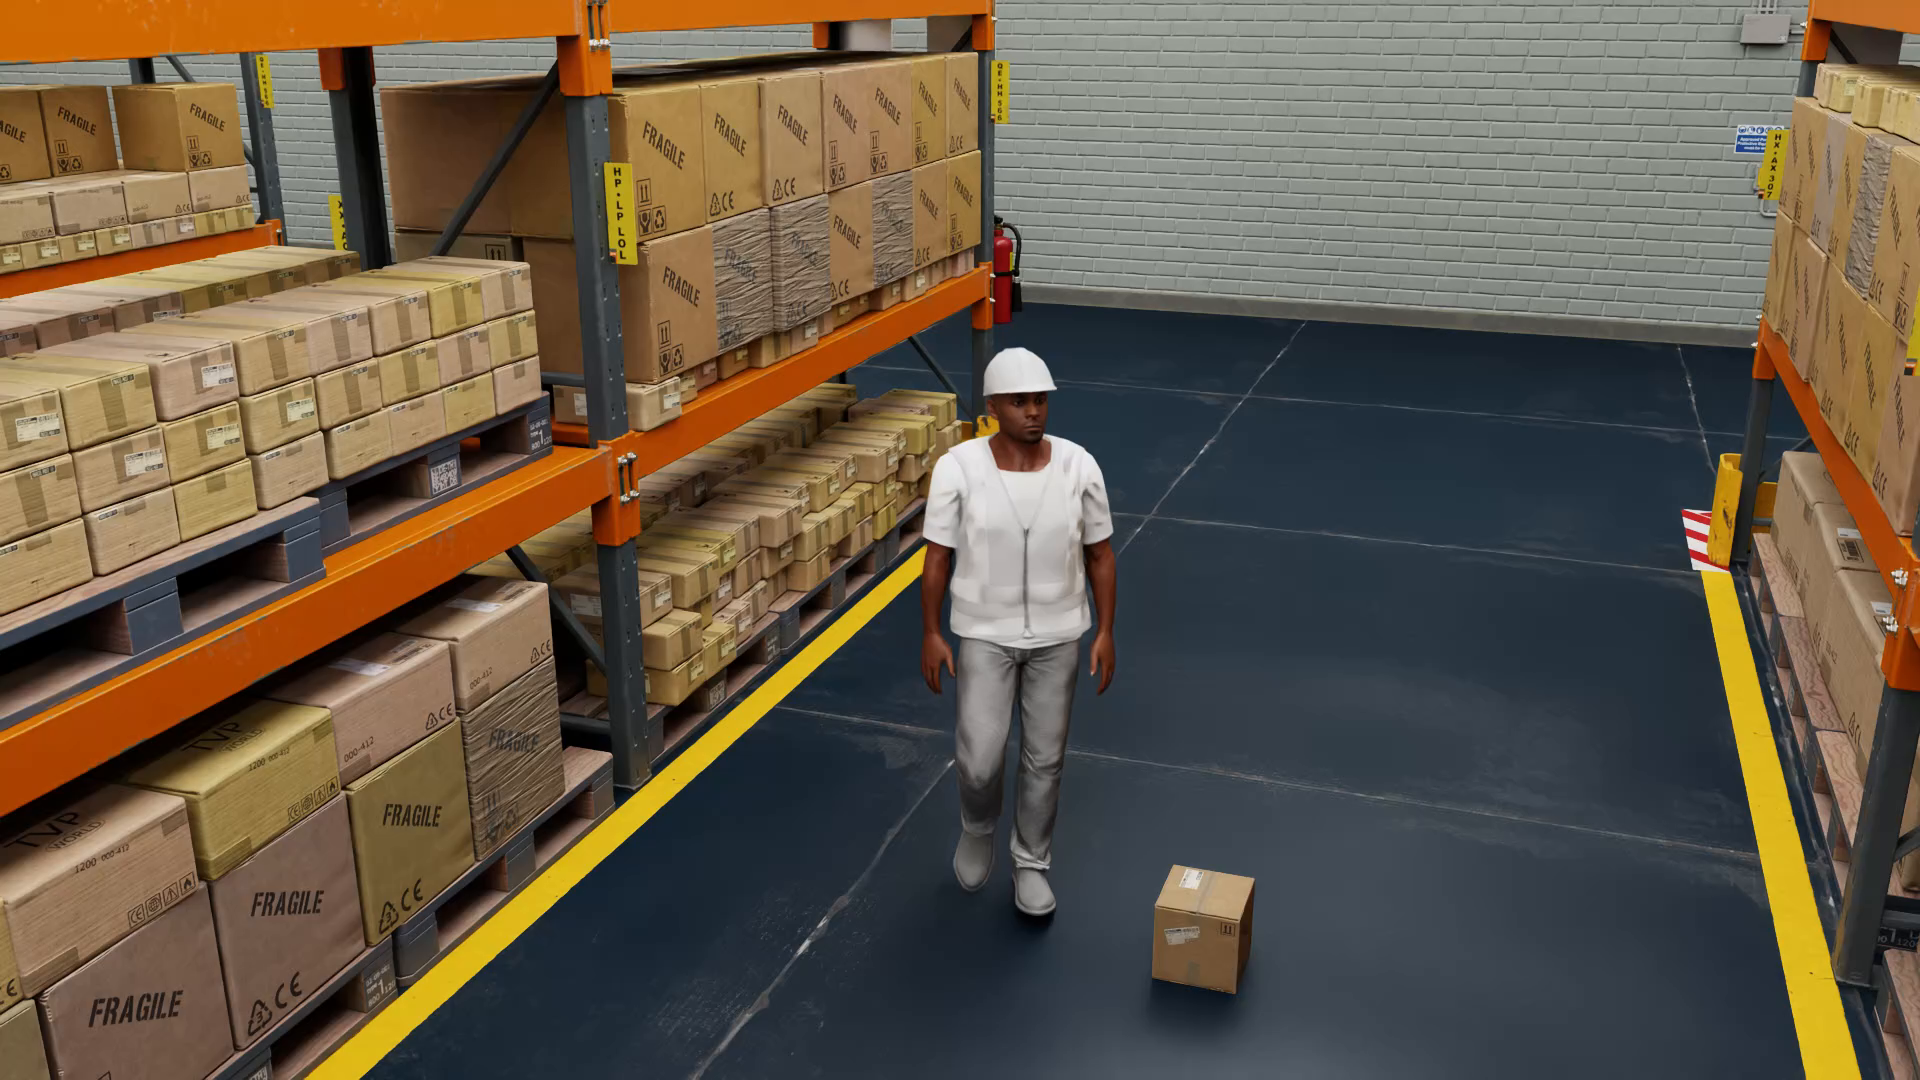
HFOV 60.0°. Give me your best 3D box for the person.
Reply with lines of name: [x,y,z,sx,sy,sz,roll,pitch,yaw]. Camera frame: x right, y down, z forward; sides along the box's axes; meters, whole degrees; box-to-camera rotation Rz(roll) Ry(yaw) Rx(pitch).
person: [0.188,0.302,5.063,0.607,1.760,0.466,-2,19,-7]
